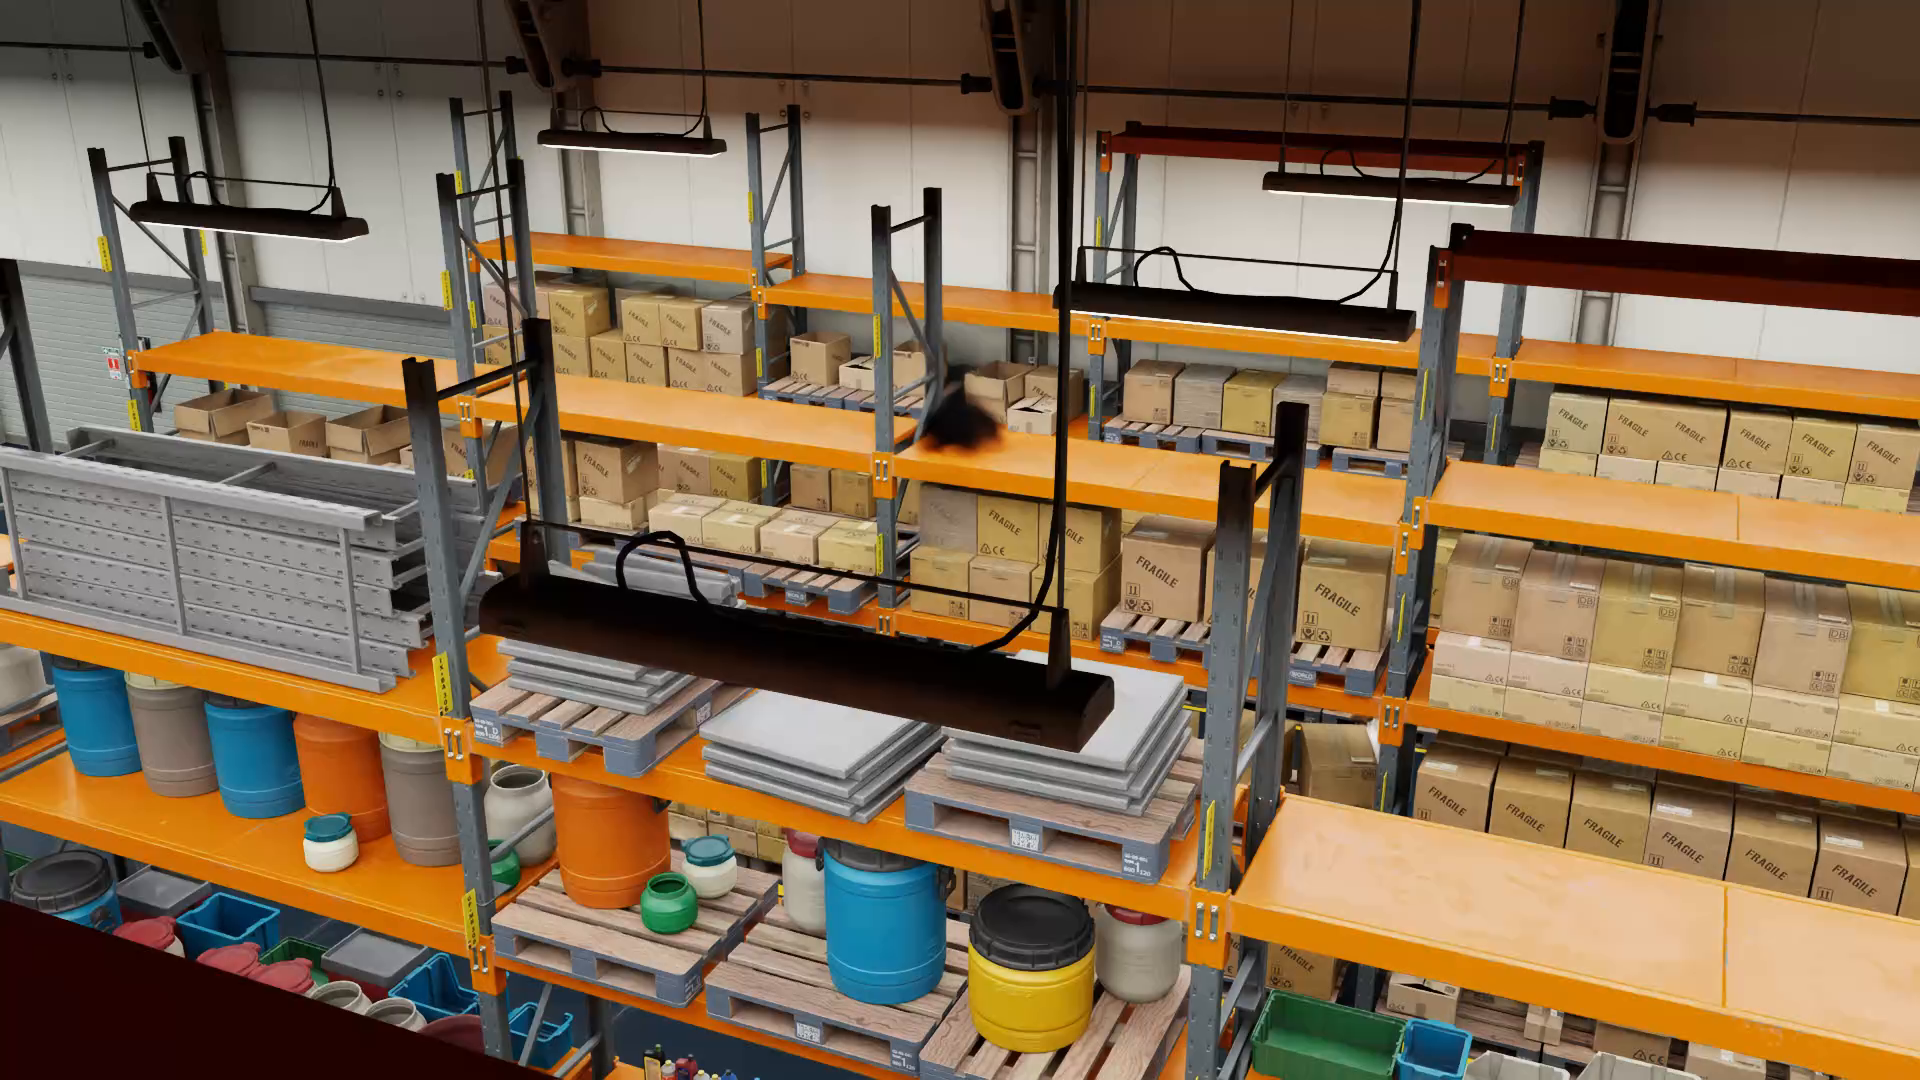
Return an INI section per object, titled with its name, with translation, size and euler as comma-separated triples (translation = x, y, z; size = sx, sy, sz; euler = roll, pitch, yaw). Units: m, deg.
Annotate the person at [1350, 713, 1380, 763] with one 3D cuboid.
[person]
translation = 3.589, 2.166, 14.516
size = 0.721, 1.734, 0.729
euler = 4, 21, 11
